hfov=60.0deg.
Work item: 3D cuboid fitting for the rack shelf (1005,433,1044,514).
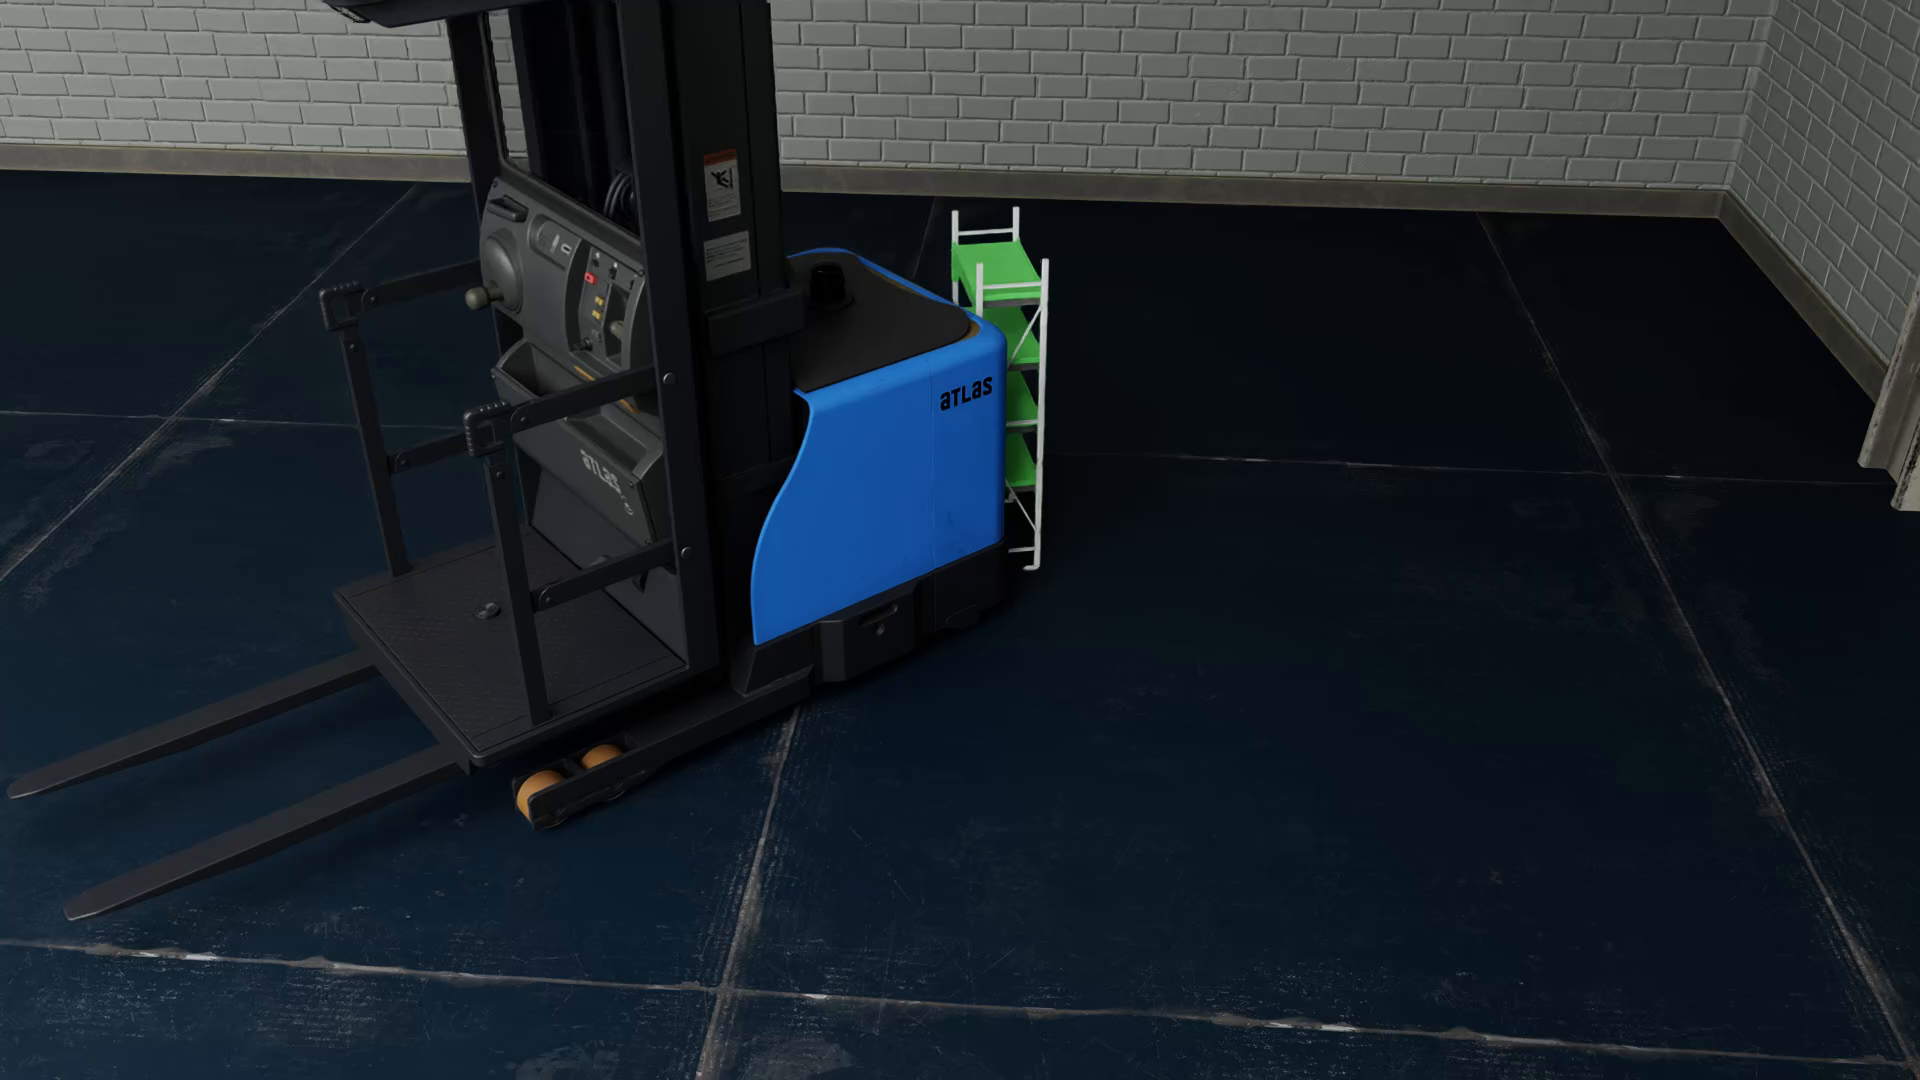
[{"bbox_3d":[0.131,-0.268,6.120,0.258,0.148,0.480,-5,32,-8],"label":"rack shelf"}]

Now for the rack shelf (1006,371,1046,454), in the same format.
[{"bbox_3d":[0.131,-0.472,5.995,0.258,0.148,0.480,-5,32,-8],"label":"rack shelf"}]

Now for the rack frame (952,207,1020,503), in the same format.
[{"bbox_3d":[0.090,-0.653,6.166,0.240,1.200,0.015,-5,32,-8],"label":"rack frame"}]

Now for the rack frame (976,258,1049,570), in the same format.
[{"bbox_3d":[0.172,-0.401,5.756,0.240,1.200,0.015,-5,32,-8],"label":"rack frame"}]

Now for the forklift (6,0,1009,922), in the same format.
[{"bbox_3d":[-1.300,-0.717,4.620,3.031,2.935,1.130,-23,38,-32],"label":"forklift"}]

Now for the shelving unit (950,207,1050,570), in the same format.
[{"bbox_3d":[0.131,-0.527,5.961,0.258,1.200,0.503,-5,32,-8],"label":"shelving unit"}]

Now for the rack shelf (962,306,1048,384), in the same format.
[{"bbox_3d":[0.131,-0.677,5.869,0.258,0.148,0.480,-5,32,-8],"label":"rack shelf"}]

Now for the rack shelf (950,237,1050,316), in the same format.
[{"bbox_3d":[0.131,-0.881,5.743,0.258,0.148,0.480,-5,32,-8],"label":"rack shelf"}]
